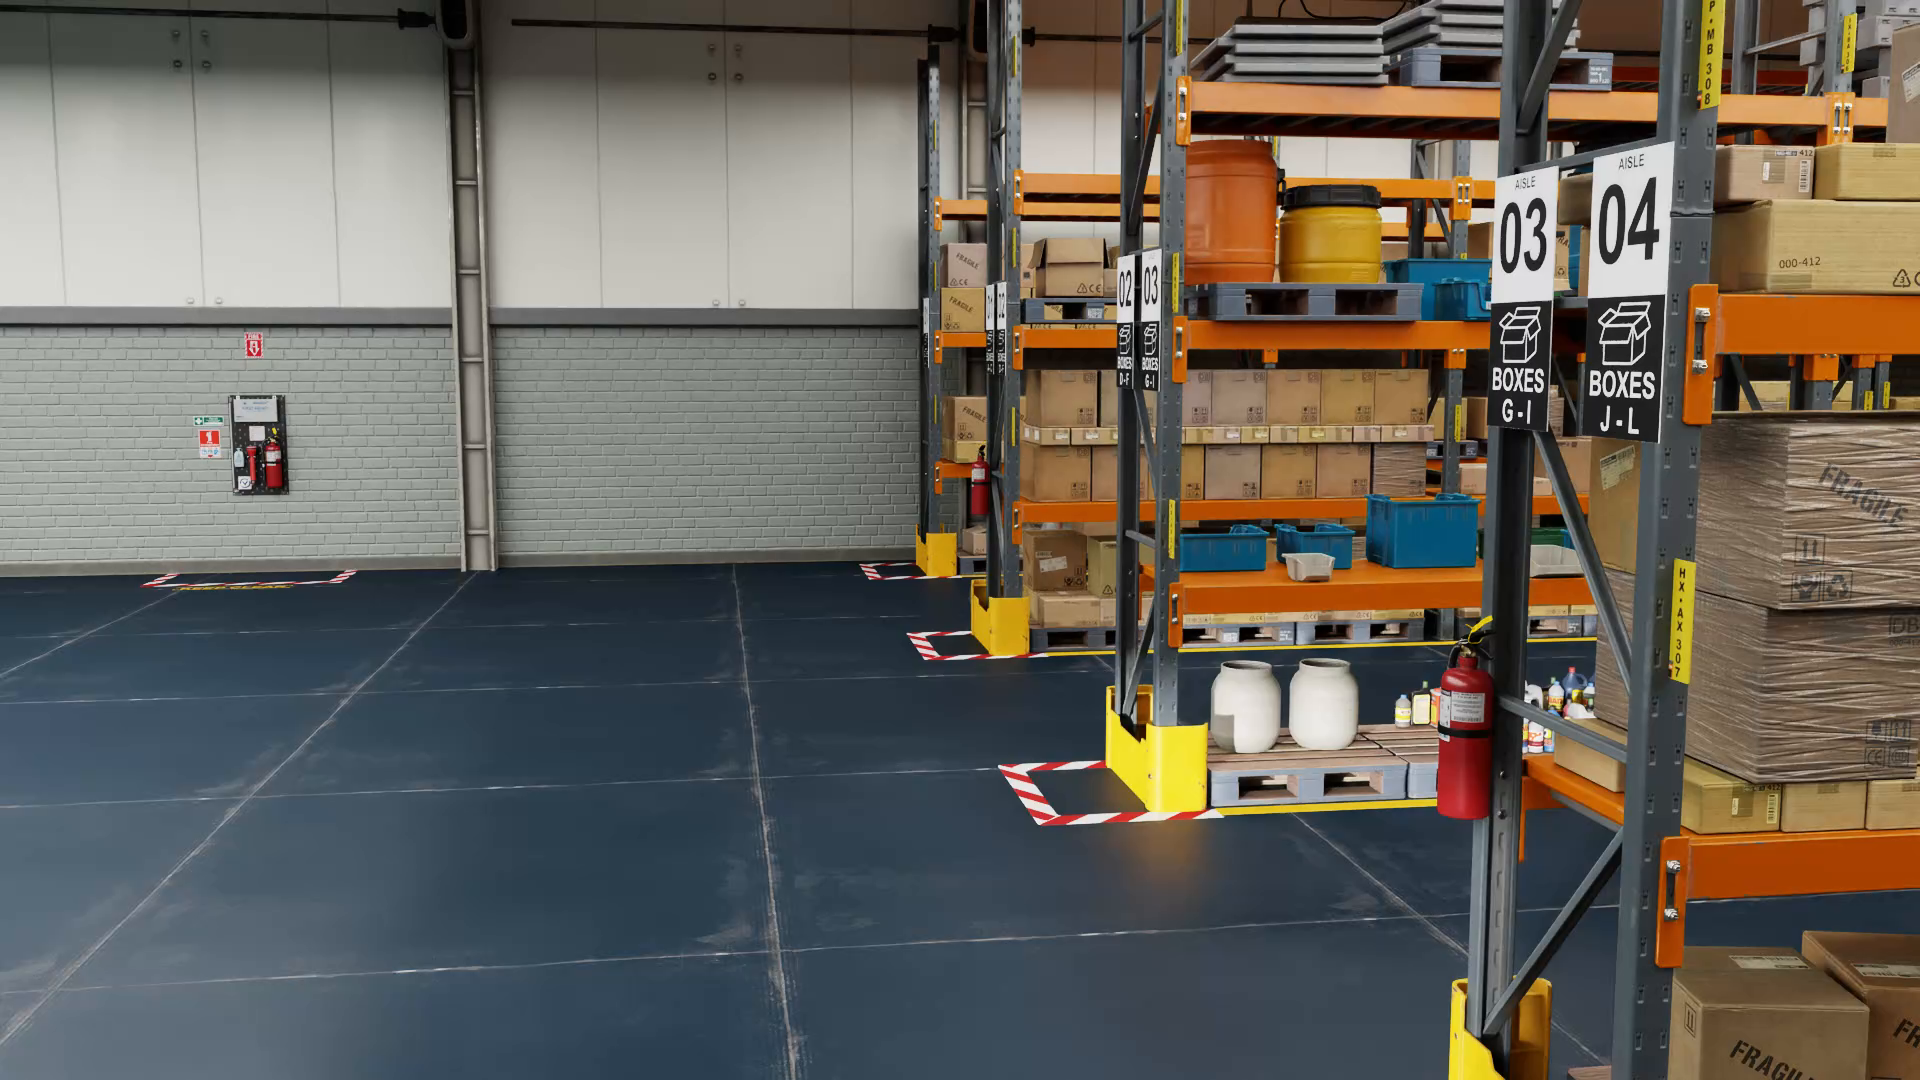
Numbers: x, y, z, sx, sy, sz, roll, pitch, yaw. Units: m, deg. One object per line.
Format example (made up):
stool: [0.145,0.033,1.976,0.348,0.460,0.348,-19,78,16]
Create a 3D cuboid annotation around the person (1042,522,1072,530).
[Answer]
person: [0.959,-0.051,16.514,0.299,1.589,0.407,-1,7,-8]
